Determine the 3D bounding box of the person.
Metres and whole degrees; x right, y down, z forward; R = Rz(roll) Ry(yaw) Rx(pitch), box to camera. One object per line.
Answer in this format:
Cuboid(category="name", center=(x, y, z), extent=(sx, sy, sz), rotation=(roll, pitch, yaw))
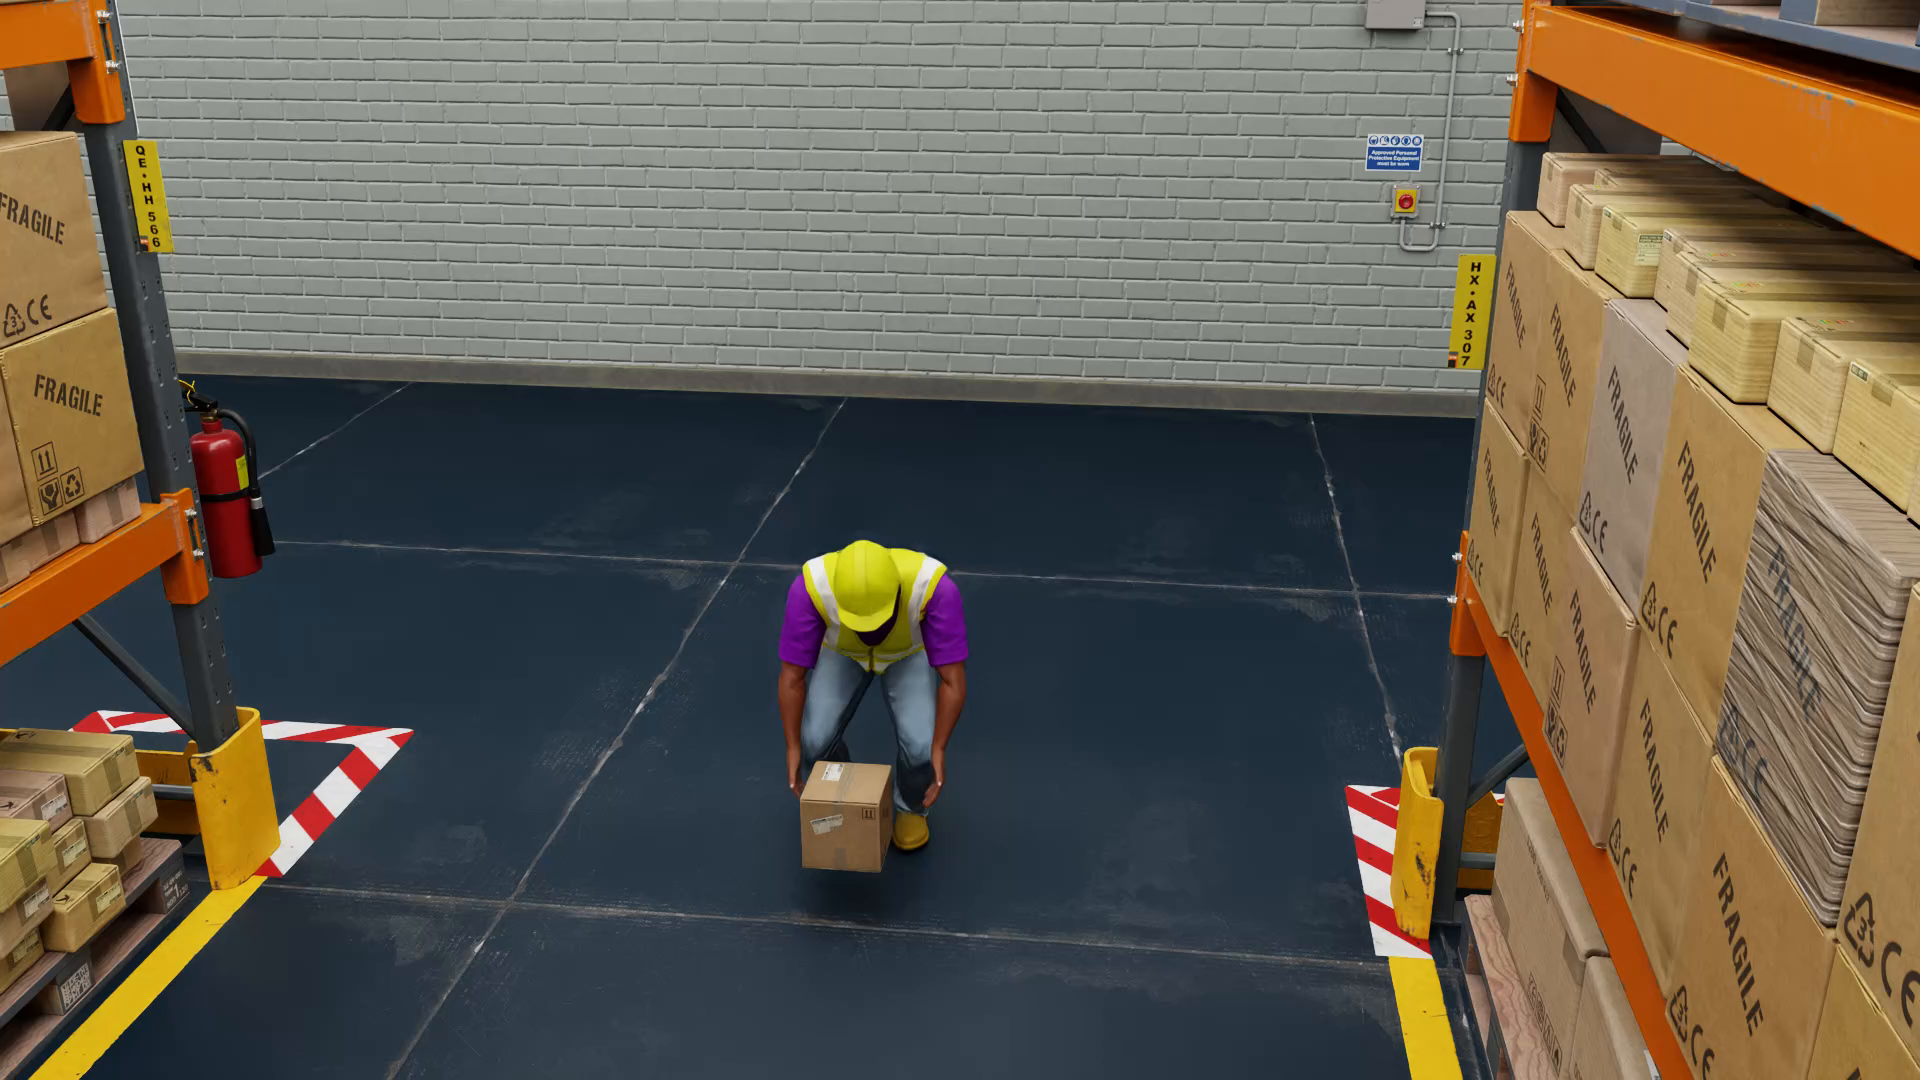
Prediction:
Cuboid(category="person", center=(-0.265, 0.475, 5.561), extent=(0.623, 1.233, 0.831), rotation=(2, 21, 6))
